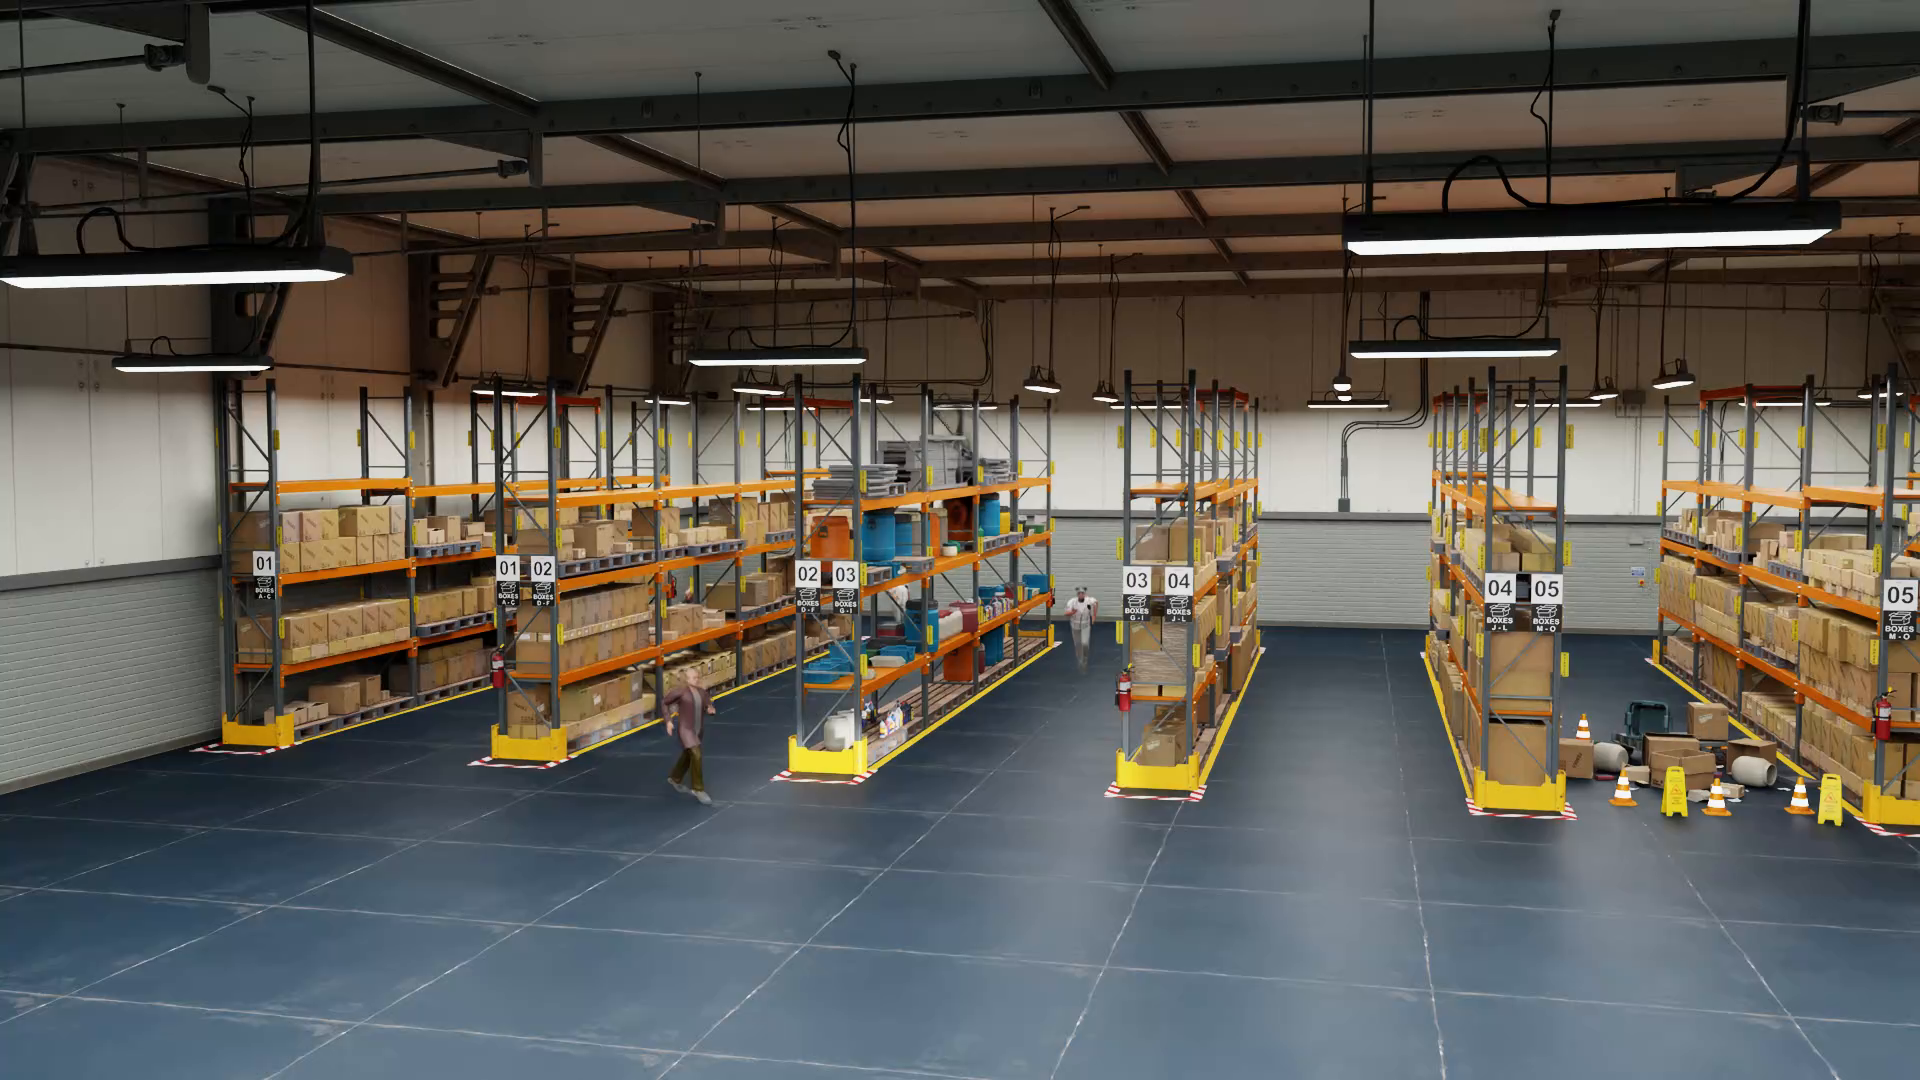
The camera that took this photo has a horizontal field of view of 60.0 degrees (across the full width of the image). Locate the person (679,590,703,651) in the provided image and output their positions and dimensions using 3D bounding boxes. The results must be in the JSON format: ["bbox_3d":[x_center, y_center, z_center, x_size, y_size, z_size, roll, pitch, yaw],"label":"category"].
[{"bbox_3d":[-5.966,1.944,36.848,0.650,1.702,0.876,1,3,8],"label":"person"}]

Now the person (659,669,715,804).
[{"bbox_3d":[-3.773,2.710,23.174,0.955,1.835,0.672,2,4,34],"label":"person"}]

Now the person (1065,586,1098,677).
[{"bbox_3d":[2.479,1.851,34.021,0.649,1.865,0.919,1,3,10],"label":"person"}]

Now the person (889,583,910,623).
[{"bbox_3d":[-1.508,1.647,42.403,0.586,1.622,0.574,-1,4,-16],"label":"person"}]
